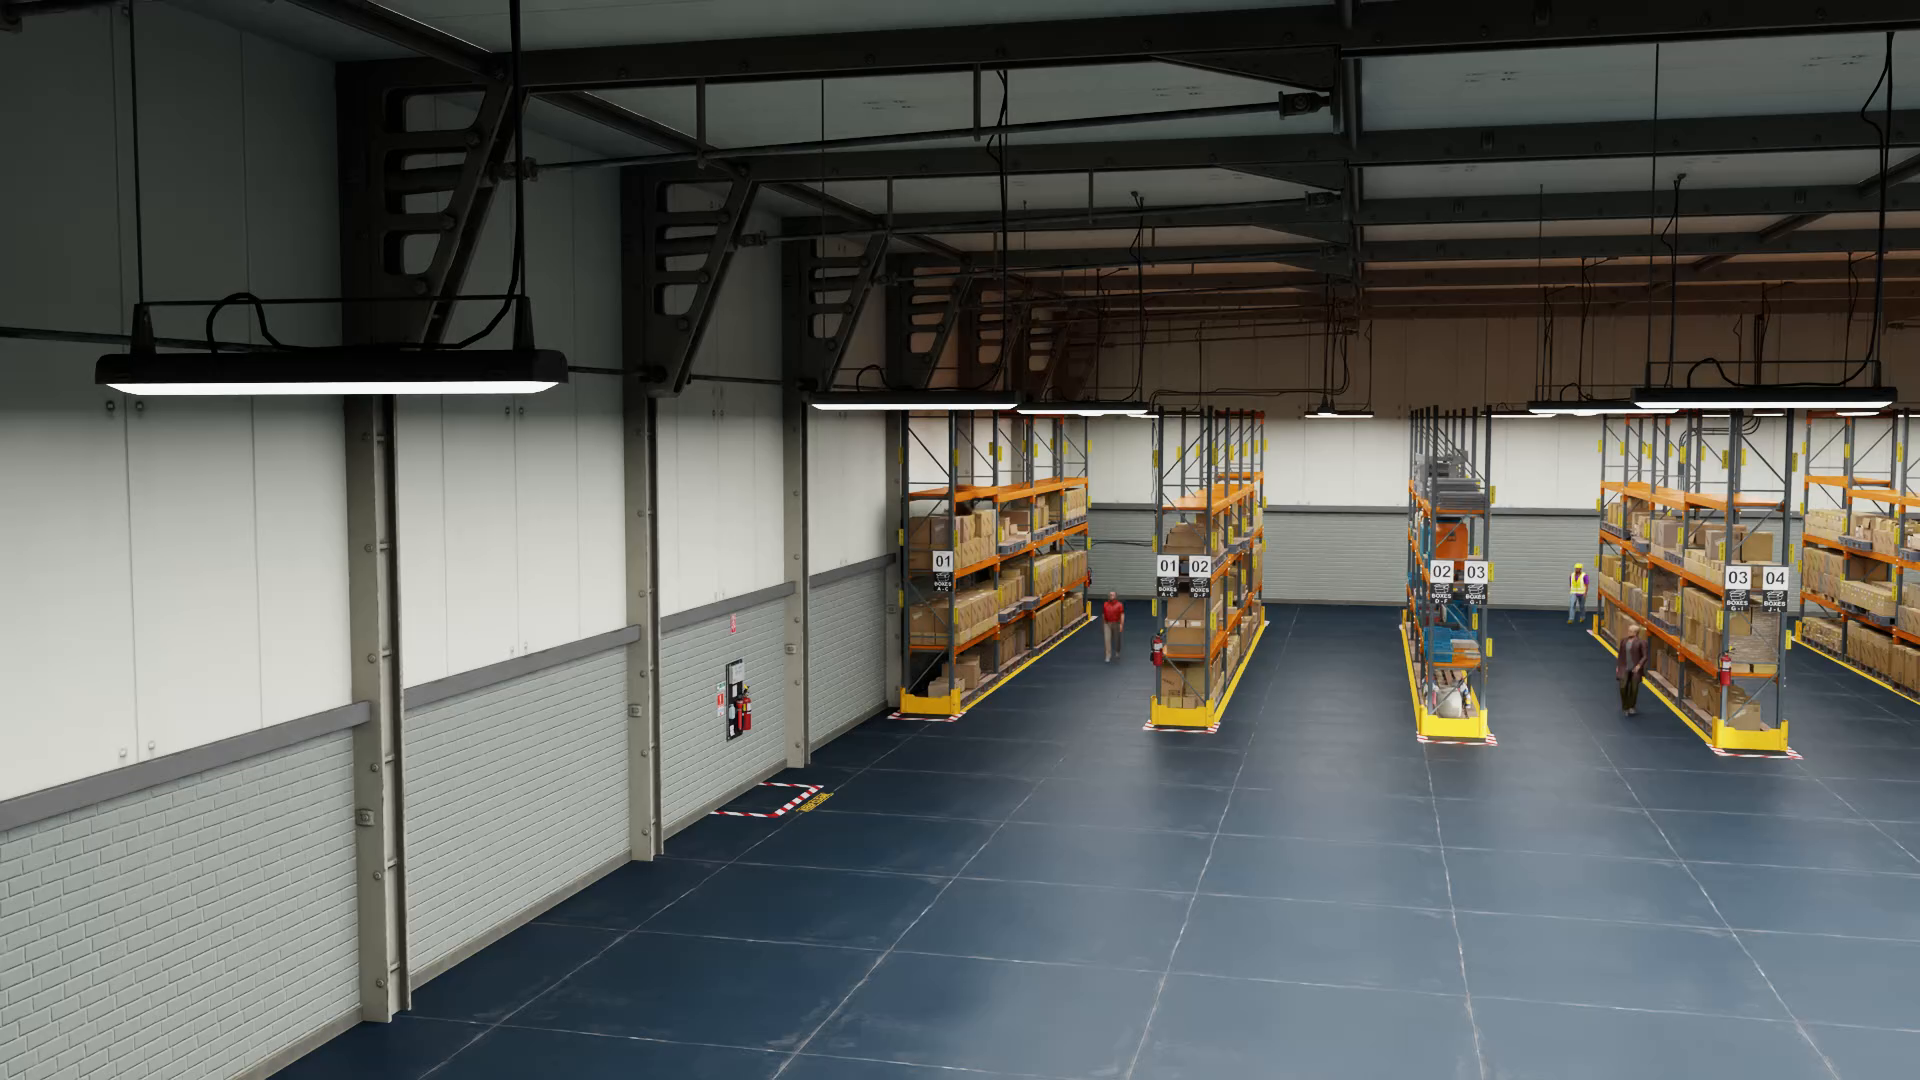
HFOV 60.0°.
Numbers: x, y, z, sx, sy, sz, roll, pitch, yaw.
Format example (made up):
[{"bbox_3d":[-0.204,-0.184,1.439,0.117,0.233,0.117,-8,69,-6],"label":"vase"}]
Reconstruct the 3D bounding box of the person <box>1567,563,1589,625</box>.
[{"bbox_3d":[17.323,1.507,46.607,0.569,1.714,1.061,3,5,33],"label":"person"}]

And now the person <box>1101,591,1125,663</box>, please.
[{"bbox_3d":[3.631,2.050,39.557,0.569,1.674,1.086,1,4,9],"label":"person"}]

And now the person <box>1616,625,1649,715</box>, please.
[{"bbox_3d":[13.061,2.588,32.312,0.578,1.865,0.759,2,4,22],"label":"person"}]
